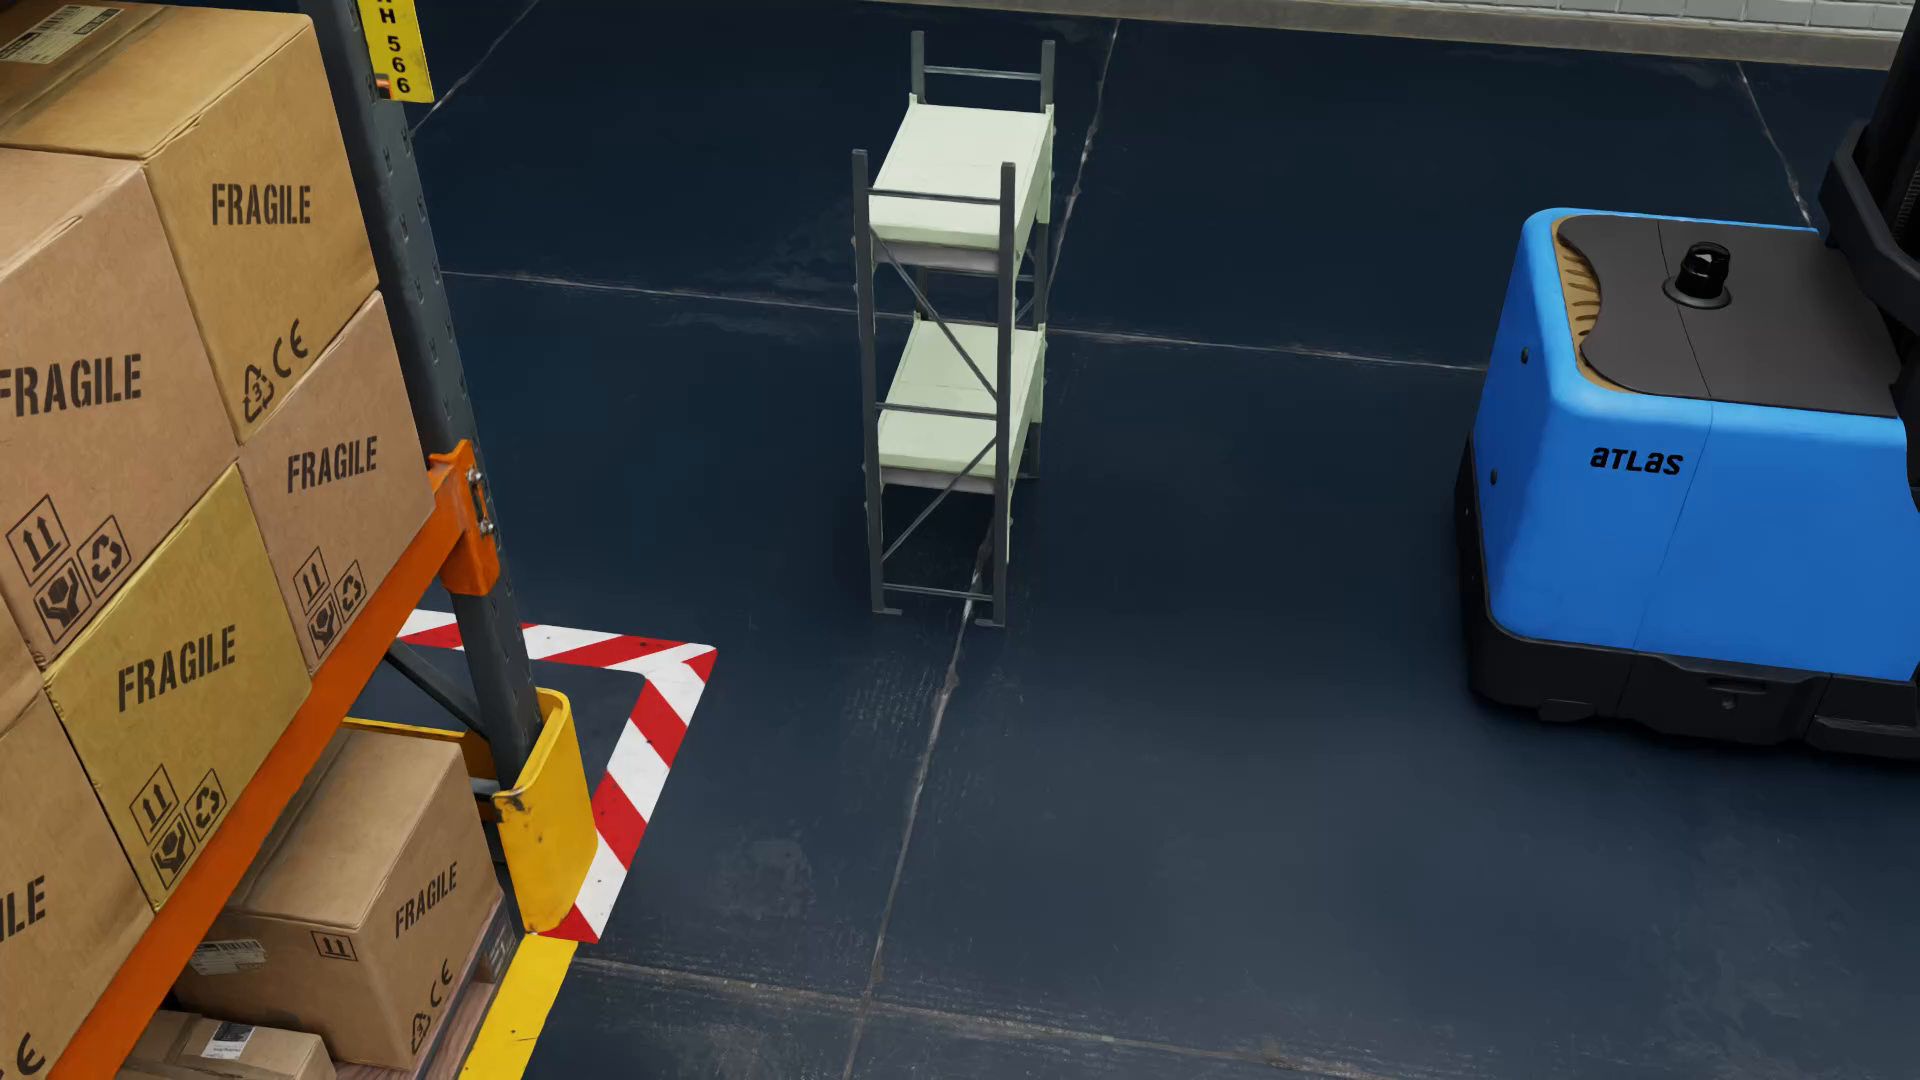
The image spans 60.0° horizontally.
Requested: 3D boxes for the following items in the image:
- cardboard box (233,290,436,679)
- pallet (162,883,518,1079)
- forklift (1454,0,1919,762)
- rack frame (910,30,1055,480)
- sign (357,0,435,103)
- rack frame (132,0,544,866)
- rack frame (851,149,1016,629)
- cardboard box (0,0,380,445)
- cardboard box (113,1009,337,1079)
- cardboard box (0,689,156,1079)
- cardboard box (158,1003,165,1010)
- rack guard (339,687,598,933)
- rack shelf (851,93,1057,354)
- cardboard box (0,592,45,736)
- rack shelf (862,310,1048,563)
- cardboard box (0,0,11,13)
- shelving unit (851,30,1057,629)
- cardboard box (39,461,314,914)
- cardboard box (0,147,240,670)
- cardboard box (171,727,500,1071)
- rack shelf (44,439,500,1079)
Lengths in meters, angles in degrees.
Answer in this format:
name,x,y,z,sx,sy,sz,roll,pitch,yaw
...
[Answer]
name,x,y,z,sx,sy,sz,roll,pitch,yaw
cardboard box,-1.326,-0.133,2.978,0.500,0.500,0.500,8,40,9
pallet,-1.667,1.218,3.612,1.003,0.211,1.213,6,40,8
forklift,2.998,-0.791,3.907,3.031,2.935,1.130,6,40,8
rack frame,0.062,-0.804,5.045,0.400,1.500,0.023,6,40,8
sign,-0.973,-0.900,2.827,0.100,0.325,0.005,6,40,8
rack frame,-1.517,-0.405,3.386,1.000,3.000,0.127,6,40,8
rack frame,-0.064,-0.344,4.489,0.400,1.500,0.023,6,40,8
cardboard box,-1.323,-0.519,2.661,0.500,0.500,0.500,6,40,7
cardboard box,-1.527,1.130,3.408,0.380,0.166,0.250,6,40,8
cardboard box,-1.504,0.506,2.206,0.500,0.500,0.500,7,40,8
cardboard box,-1.977,1.109,3.368,0.500,0.250,0.500,6,40,8
rack guard,-1.530,0.606,4.125,1.175,0.500,0.348,6,40,8
rack shelf,-0.001,-0.875,4.518,0.431,0.370,0.720,6,40,8
cardboard box,-1.494,0.124,1.883,0.500,0.500,0.500,7,40,9
rack shelf,-0.001,-0.323,4.975,0.431,0.370,0.720,6,40,8
cardboard box,-1.853,-0.580,2.734,0.500,0.500,0.500,8,40,9
shelving unit,-0.001,-0.574,4.767,0.431,1.500,0.755,6,40,8
cardboard box,-1.412,0.193,2.584,0.500,0.500,0.500,7,40,8
cardboard box,-1.409,-0.202,2.278,0.500,0.500,0.500,7,40,9
cardboard box,-1.368,0.757,3.597,0.500,0.500,0.500,6,40,8
rack shelf,-1.863,1.127,2.097,1.077,0.370,4.000,6,40,8
